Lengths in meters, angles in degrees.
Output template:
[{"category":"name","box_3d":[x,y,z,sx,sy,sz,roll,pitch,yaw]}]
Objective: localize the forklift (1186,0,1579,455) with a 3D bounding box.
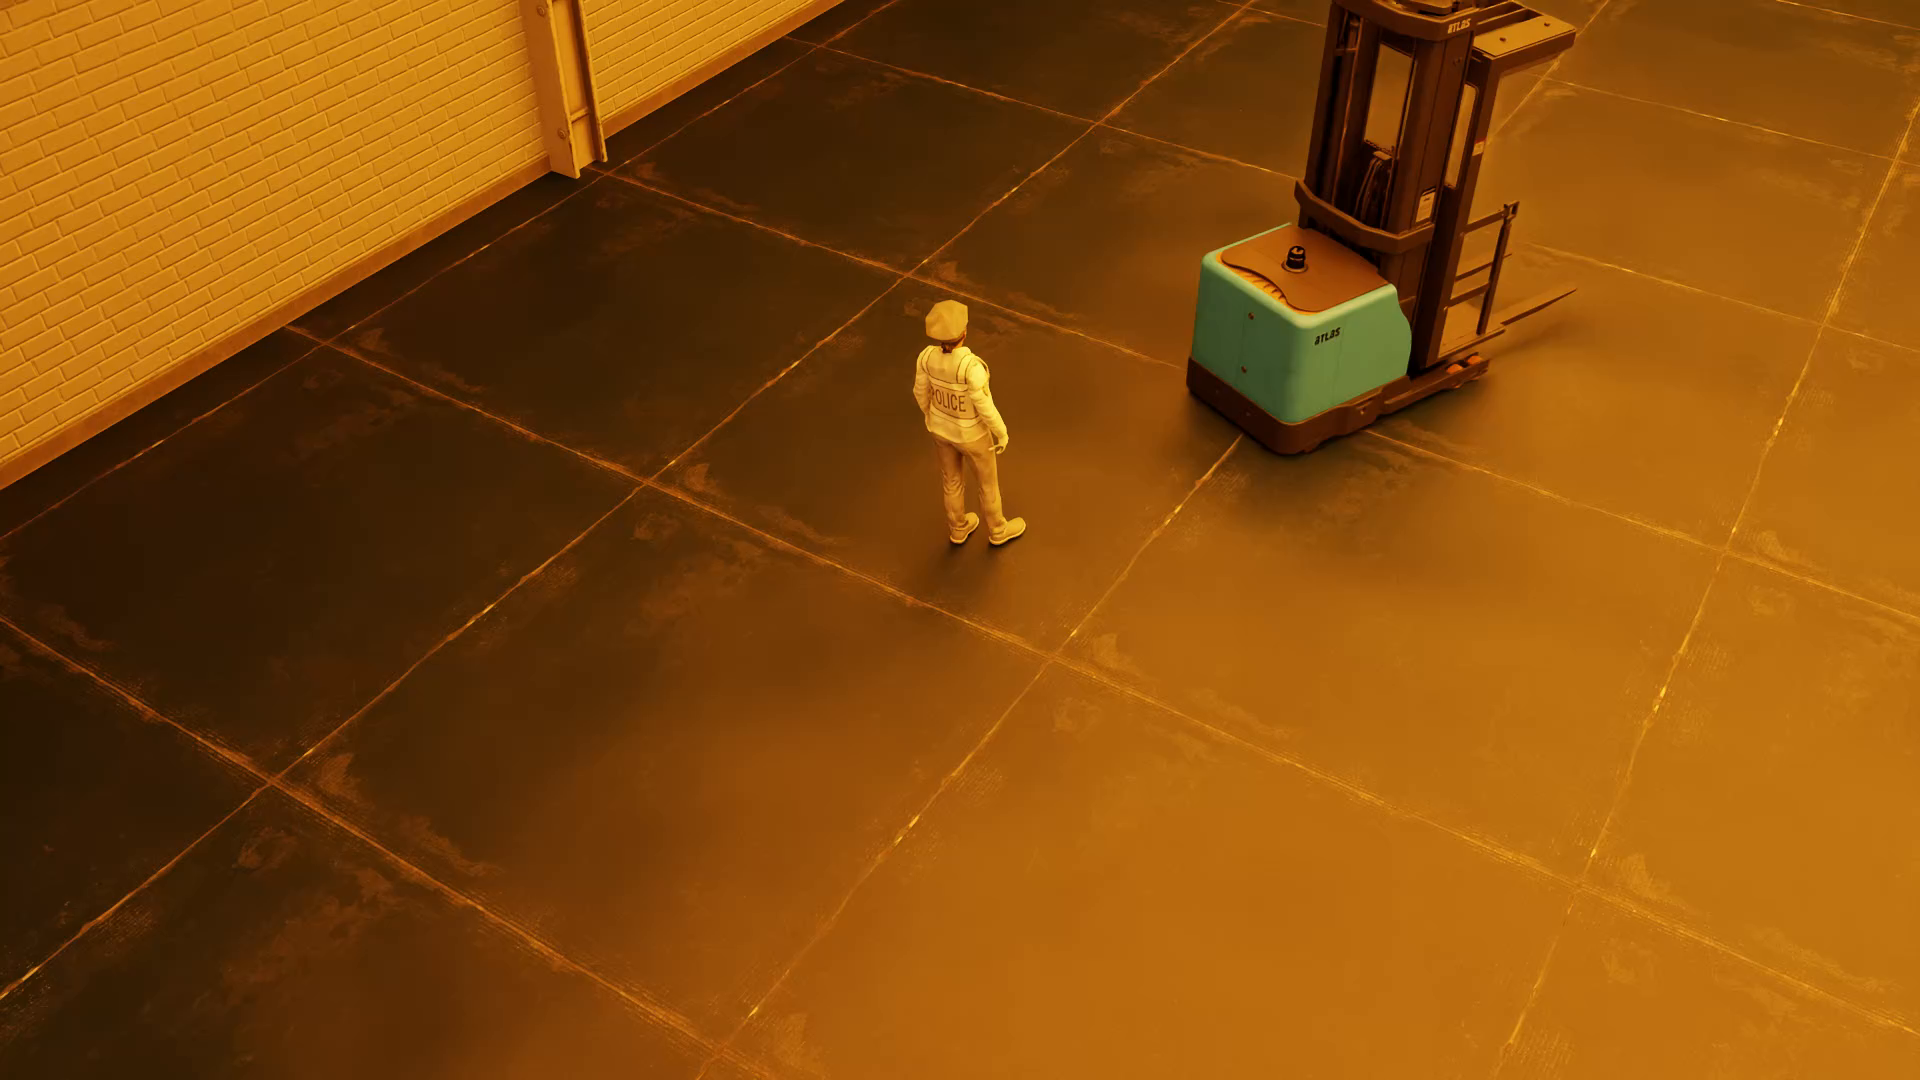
[{"category":"forklift","box_3d":[3.054,-2.420,10.822,3.031,2.935,1.130,-24,46,-25]}]

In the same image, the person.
[{"category":"person","box_3d":[0.041,-0.686,9.722,0.588,1.696,0.533,22,45,24]}]
